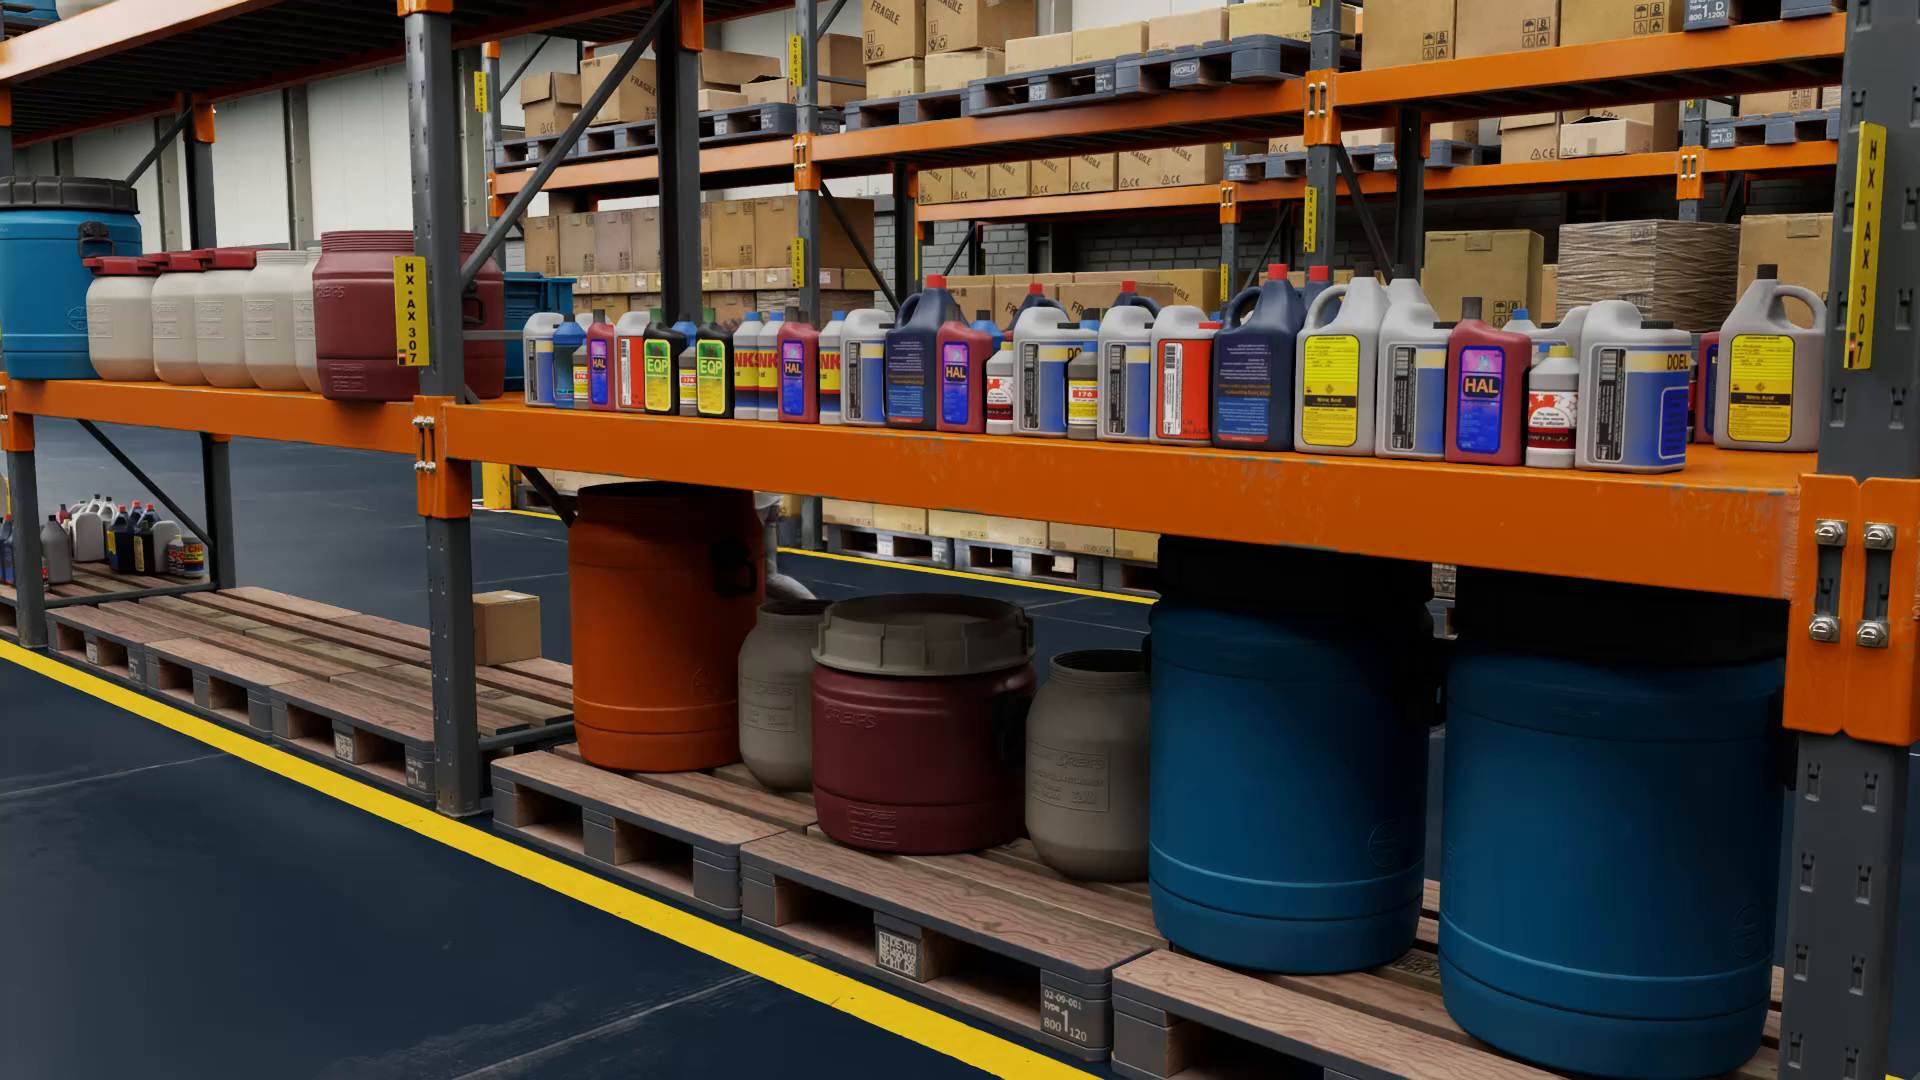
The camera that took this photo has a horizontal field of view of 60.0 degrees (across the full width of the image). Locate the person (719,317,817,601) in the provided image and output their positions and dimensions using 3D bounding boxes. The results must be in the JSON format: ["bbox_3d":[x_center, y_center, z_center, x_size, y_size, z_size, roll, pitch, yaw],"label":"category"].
[{"bbox_3d":[-0.848,-0.138,6.899,0.824,1.550,0.480,1,7,12],"label":"person"}]
